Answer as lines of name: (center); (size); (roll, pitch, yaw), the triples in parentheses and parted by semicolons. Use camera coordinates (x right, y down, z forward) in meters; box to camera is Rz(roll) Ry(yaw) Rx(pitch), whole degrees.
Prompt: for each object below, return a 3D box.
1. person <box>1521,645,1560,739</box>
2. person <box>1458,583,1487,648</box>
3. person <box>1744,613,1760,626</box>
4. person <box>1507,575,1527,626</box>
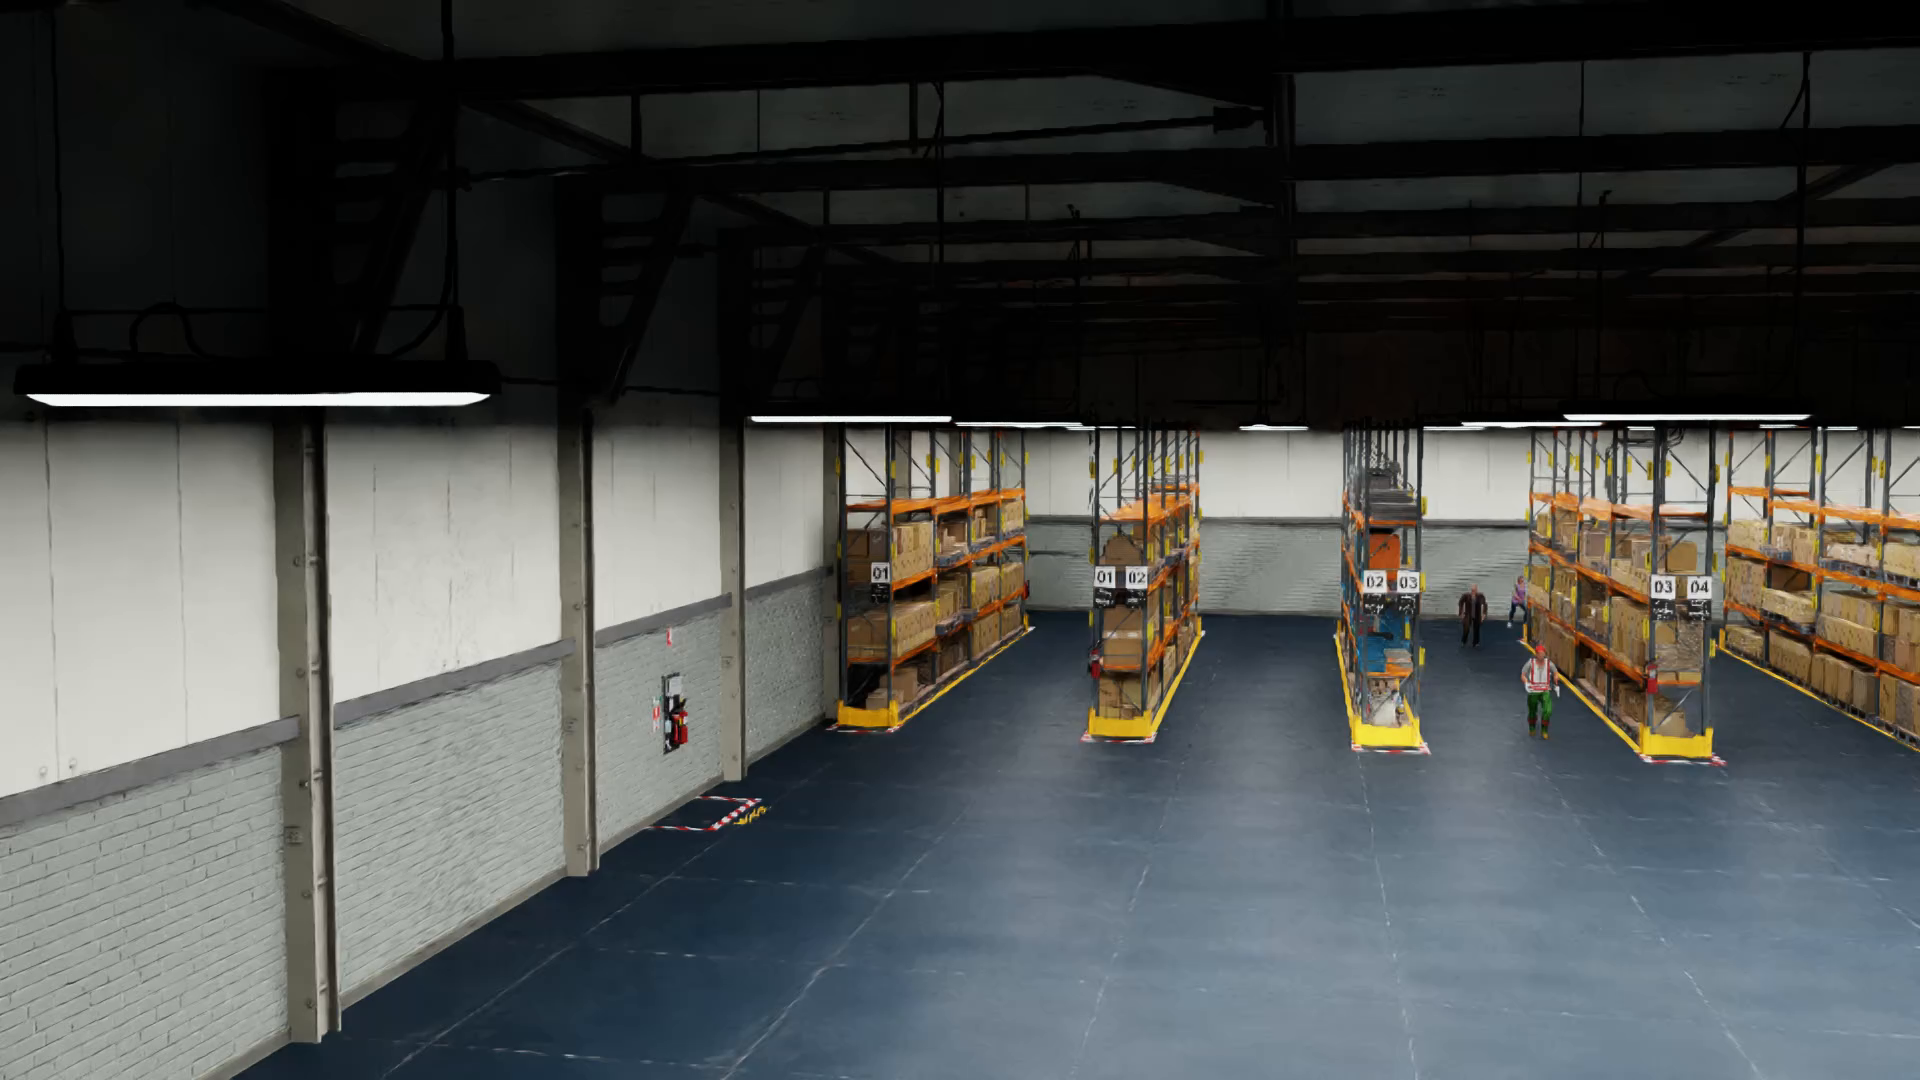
person: (10.888, 2.831, 31.179); (0.713, 1.749, 0.686); (1, 4, 15)
person: (13.578, 2.003, 44.077); (0.729, 1.733, 0.546); (1, 4, 10)
person: (21.737, 1.873, 45.449); (0.480, 1.769, 0.651); (-2, 4, -25)
person: (16.389, 1.787, 48.739); (0.573, 1.533, 0.755); (-1, 4, -9)
